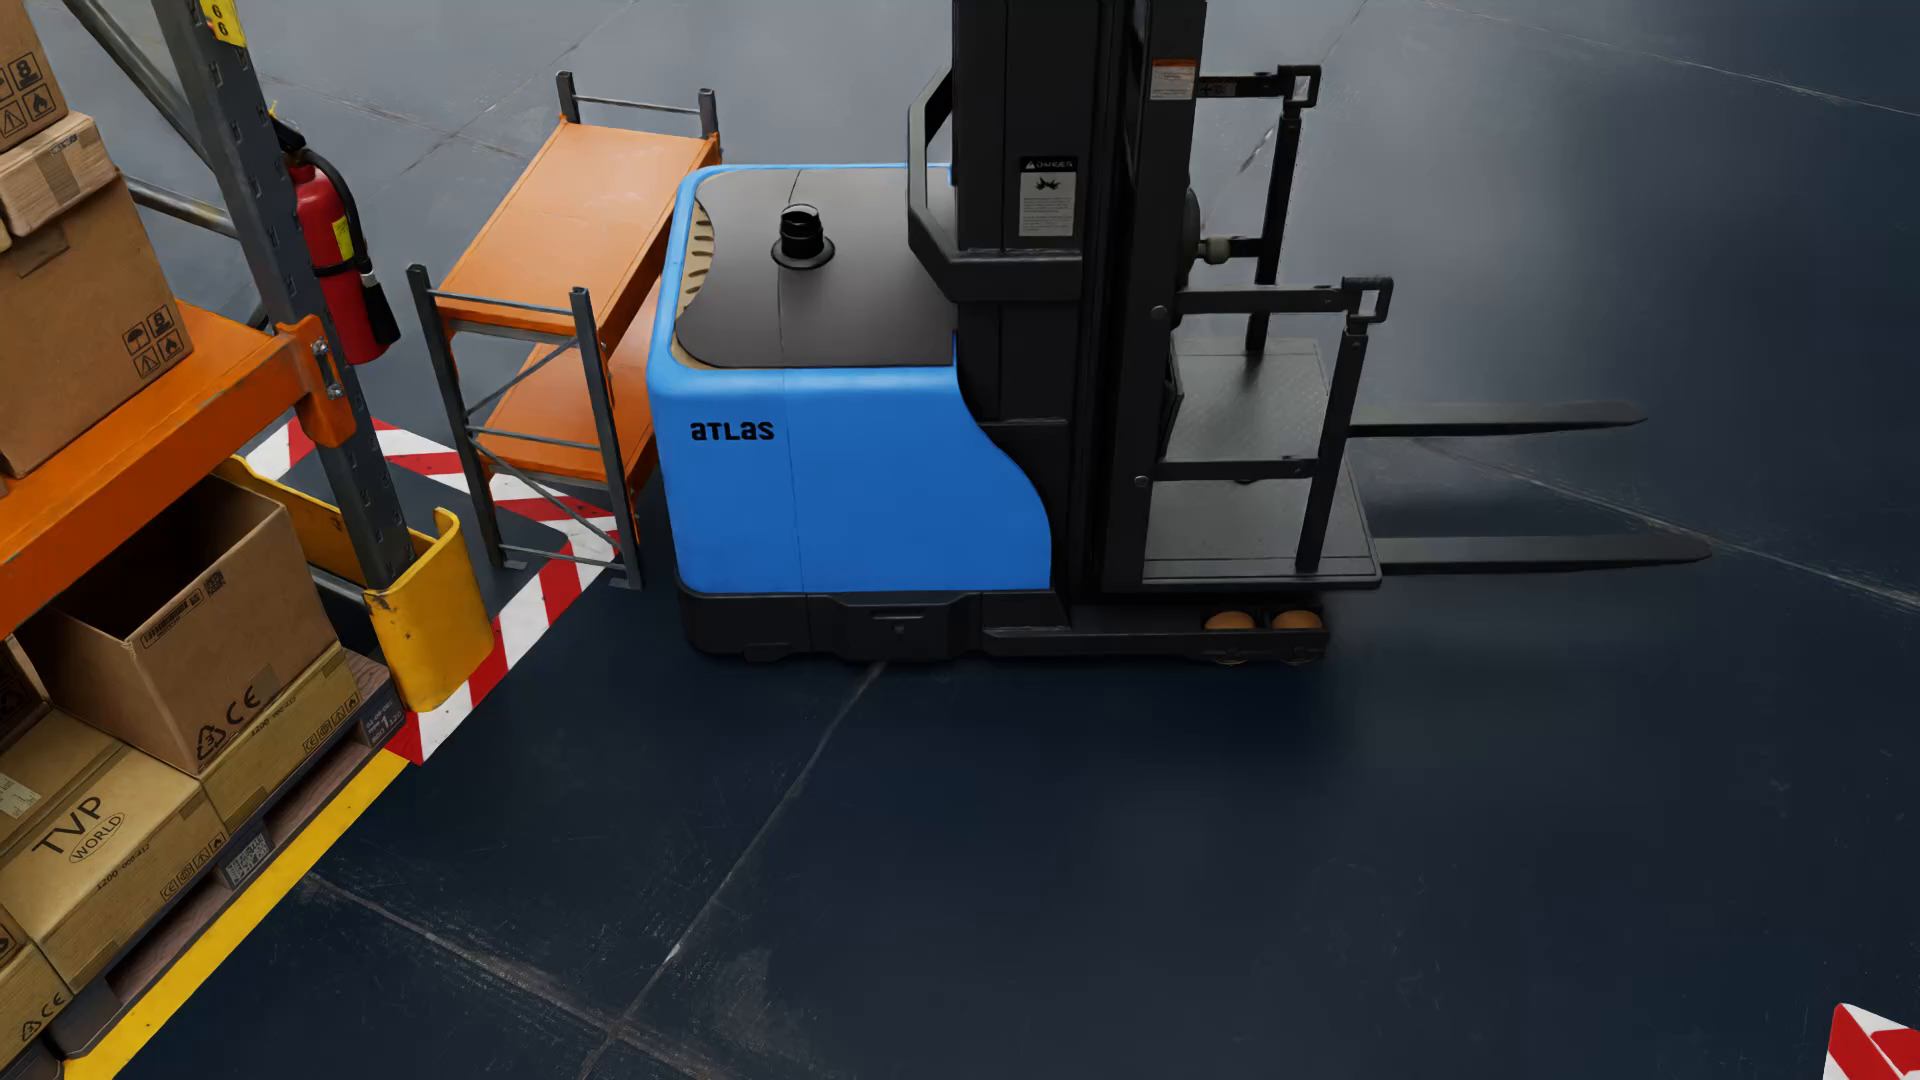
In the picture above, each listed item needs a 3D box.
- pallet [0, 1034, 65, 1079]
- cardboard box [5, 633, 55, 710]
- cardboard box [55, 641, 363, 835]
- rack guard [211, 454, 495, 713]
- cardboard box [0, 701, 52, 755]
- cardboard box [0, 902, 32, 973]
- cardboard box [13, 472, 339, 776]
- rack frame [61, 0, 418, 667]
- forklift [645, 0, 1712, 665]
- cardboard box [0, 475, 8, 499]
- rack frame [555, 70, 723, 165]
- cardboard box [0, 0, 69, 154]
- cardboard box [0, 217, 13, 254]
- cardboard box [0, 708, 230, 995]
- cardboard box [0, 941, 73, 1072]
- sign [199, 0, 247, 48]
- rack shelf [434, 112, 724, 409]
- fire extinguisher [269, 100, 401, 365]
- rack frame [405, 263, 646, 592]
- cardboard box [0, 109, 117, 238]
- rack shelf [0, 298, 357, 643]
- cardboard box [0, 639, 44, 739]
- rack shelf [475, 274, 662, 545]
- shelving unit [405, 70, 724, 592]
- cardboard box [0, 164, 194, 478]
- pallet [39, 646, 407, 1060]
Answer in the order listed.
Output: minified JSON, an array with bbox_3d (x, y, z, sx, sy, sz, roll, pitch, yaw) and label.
[{"bbox_3d":[-2.852,1.413,3.705,1.003,0.211,1.213,20,49,19],"label":"pallet"},{"bbox_3d":[-2.413,0.255,4.527,0.500,0.250,0.500,20,49,19],"label":"cardboard box"},{"bbox_3d":[-1.954,0.426,4.358,0.500,0.250,0.500,20,49,19],"label":"cardboard box"},{"bbox_3d":[-1.956,0.035,4.864,1.175,0.500,0.348,20,49,19],"label":"rack guard"},{"bbox_3d":[-2.642,0.571,4.215,0.500,0.250,0.500,20,49,19],"label":"cardboard box"},{"bbox_3d":[-2.404,0.798,3.463,0.500,0.500,0.500,20,49,19],"label":"cardboard box"},{"bbox_3d":[-1.952,0.163,4.091,0.500,0.500,0.500,20,49,19],"label":"cardboard box"},{"bbox_3d":[-1.967,-0.829,3.960,1.000,3.000,0.127,20,49,19],"label":"rack frame"},{"bbox_3d":[0.695,-1.044,4.221,3.031,2.935,1.130,-1,45,-1],"label":"forklift"},{"bbox_3d":[-2.435,-0.241,3.309,0.700,0.500,0.500,22,49,20],"label":"cardboard box"},{"bbox_3d":[-0.988,-0.993,5.440,0.500,1.125,0.032,9,46,9],"label":"rack frame"},{"bbox_3d":[-2.220,-0.997,3.144,0.700,0.500,0.500,21,49,19],"label":"cardboard box"},{"bbox_3d":[-2.096,-0.623,3.230,0.380,0.149,0.250,22,49,20],"label":"cardboard box"},{"bbox_3d":[-2.176,0.745,4.043,0.500,0.250,0.500,20,49,19],"label":"cardboard box"},{"bbox_3d":[-2.406,1.060,3.731,0.500,0.250,0.500,20,49,19],"label":"cardboard box"},{"bbox_3d":[-1.493,-1.131,3.278,0.100,0.325,0.005,20,49,19],"label":"sign"},{"bbox_3d":[-1.100,-0.846,4.883,0.538,0.278,1.000,9,46,9],"label":"rack shelf"},{"bbox_3d":[-1.501,-0.723,3.910,0.296,0.674,0.183,20,49,19],"label":"fire extinguisher"},{"bbox_3d":[-1.212,-0.287,4.743,0.500,1.125,0.032,9,46,9],"label":"rack frame"},{"bbox_3d":[-1.976,-0.788,3.394,0.380,0.149,0.250,20,49,18],"label":"cardboard box"},{"bbox_3d":[-2.895,0.684,2.971,1.077,0.370,4.000,20,49,19],"label":"rack shelf"},{"bbox_3d":[-2.643,0.307,3.949,0.500,0.500,0.500,20,49,19],"label":"cardboard box"},{"bbox_3d":[-1.100,-0.468,5.265,0.538,0.278,1.000,9,46,9],"label":"rack shelf"},{"bbox_3d":[-1.100,-0.640,5.092,0.538,1.125,1.048,9,46,9],"label":"shelving unit"},{"bbox_3d":[-2.195,-0.574,3.638,0.700,0.500,0.500,20,49,19],"label":"cardboard box"},{"bbox_3d":[-2.285,0.647,4.462,1.003,0.211,1.213,20,49,19],"label":"pallet"}]
